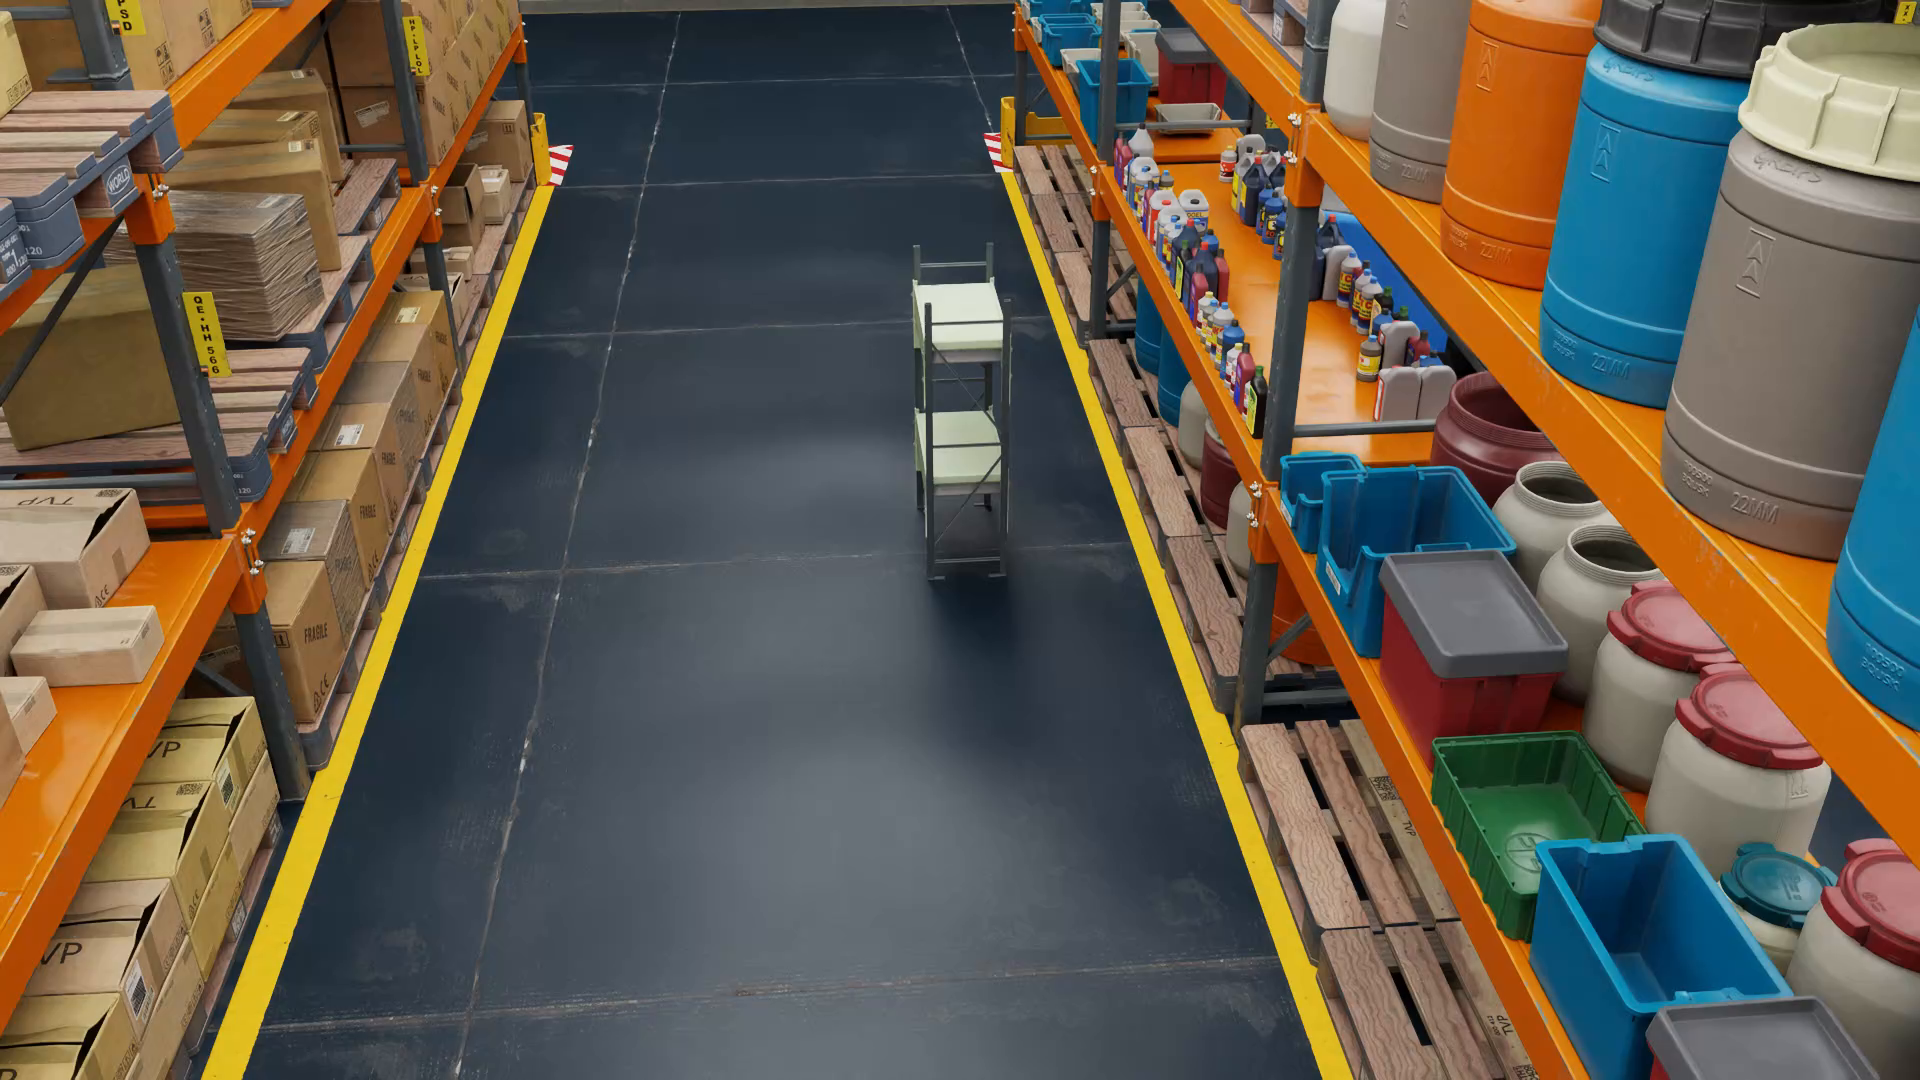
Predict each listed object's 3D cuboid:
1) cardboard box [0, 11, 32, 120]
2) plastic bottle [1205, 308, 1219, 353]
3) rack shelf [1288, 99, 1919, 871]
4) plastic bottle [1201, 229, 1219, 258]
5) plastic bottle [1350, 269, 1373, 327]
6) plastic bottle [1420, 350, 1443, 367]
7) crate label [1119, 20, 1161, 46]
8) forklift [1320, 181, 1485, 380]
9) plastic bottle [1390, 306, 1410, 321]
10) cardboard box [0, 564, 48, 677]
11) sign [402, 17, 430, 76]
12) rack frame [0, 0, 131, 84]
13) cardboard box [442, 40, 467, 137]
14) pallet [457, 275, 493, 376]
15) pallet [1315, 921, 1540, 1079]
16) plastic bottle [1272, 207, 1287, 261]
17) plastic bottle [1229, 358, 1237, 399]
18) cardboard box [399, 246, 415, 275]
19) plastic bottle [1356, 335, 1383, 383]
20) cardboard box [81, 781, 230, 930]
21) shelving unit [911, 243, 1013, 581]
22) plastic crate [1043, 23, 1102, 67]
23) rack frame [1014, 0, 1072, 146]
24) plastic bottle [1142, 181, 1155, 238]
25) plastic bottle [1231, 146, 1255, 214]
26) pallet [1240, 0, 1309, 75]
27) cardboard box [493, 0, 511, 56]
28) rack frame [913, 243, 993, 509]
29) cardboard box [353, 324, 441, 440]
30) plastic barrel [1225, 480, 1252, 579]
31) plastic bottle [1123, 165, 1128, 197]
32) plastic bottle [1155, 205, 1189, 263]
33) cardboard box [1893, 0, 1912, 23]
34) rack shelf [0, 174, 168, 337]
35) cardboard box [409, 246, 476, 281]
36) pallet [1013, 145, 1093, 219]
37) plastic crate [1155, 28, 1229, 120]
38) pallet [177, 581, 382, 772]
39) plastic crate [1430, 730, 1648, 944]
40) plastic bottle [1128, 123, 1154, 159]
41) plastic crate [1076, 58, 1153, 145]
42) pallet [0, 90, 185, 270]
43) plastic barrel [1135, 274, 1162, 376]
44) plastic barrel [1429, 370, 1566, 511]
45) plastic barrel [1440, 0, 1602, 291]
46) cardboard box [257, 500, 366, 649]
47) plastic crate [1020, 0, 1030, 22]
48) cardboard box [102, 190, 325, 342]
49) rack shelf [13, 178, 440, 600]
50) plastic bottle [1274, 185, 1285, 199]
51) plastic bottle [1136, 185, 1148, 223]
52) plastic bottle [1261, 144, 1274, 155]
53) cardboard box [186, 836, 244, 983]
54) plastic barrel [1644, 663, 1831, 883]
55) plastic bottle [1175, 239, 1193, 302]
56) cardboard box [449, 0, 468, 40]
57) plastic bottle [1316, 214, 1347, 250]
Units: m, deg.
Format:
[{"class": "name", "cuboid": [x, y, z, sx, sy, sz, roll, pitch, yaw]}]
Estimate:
[{"class": "cardboard box", "cuboid": [-3.131, -1.377, 4.942, 0.500, 0.250, 0.500, -5, 31, -8]}, {"class": "plastic bottle", "cuboid": [1.180, -0.965, 7.634, 0.097, 0.201, 0.097, 0, 31, 0]}, {"class": "rack shelf", "cuboid": [1.889, -0.396, 4.264, 1.077, 0.370, 4.000, -3, 31, -5]}, {"class": "plastic bottle", "cuboid": [1.246, -1.426, 8.338, 0.097, 0.271, 0.097, 0, 31, 0]}, {"class": "plastic bottle", "cuboid": [1.914, -1.151, 7.878, 0.097, 0.271, 0.097, 0, 31, 0]}, {"class": "plastic bottle", "cuboid": [2.000, -0.679, 7.088, 0.097, 0.271, 0.097, 0, 31, 0]}, {"class": "crate label", "cuboid": [1.275, -3.737, 12.281, 0.396, 0.136, 0.243, -3, 31, -5]}, {"class": "forklift", "cuboid": [3.541, -2.274, 9.699, 3.031, 2.935, 1.130, 12, 33, 19]}, {"class": "plastic bottle", "cuboid": [1.974, -0.931, 7.497, 0.061, 0.283, 0.133, -3, 31, -5]}, {"class": "cardboard box", "cuboid": [-3.339, 0.302, 5.407, 0.500, 0.311, 0.500, -3, 31, -5]}, {"class": "sign", "cuboid": [-3.051, -2.770, 9.333, 0.100, 0.325, 0.005, -3, 31, -5]}, {"class": "rack frame", "cuboid": [-3.229, -2.778, 4.625, 1.000, 3.000, 0.127, -3, 31, -5]}, {"class": "cardboard box", "cuboid": [-3.431, -2.822, 10.452, 0.500, 0.500, 0.500, -2, 31, -4]}, {"class": "pallet", "cuboid": [-3.666, -1.398, 10.885, 1.003, 0.211, 1.213, -3, 31, -5]}, {"class": "pallet", "cuboid": [1.847, 1.778, 5.567, 1.003, 0.211, 1.213, -3, 31, -5]}, {"class": "plastic bottle", "cuboid": [1.681, -1.592, 8.616, 0.097, 0.271, 0.097, 0, 31, 0]}, {"class": "plastic bottle", "cuboid": [1.226, -0.716, 7.218, 0.097, 0.201, 0.097, 0, 31, 0]}, {"class": "cardboard box", "cuboid": [-4.009, -1.939, 11.265, 0.500, 0.311, 0.500, -3, 31, -5]}, {"class": "plastic bottle", "cuboid": [1.818, -0.810, 7.374, 0.097, 0.201, 0.097, 0, 31, 0]}, {"class": "cardboard box", "cuboid": [-2.880, 1.078, 5.746, 0.500, 0.311, 0.500, -3, 31, -5]}, {"class": "shelving unit", "cuboid": [0.001, -0.640, 8.360, 0.431, 1.500, 0.755, -3, 31, -5]}, {"class": "plastic crate", "cuboid": [0.801, -3.509, 11.804, 0.416, 0.233, 0.300, -3, 31, -5]}, {"class": "rack frame", "cuboid": [0.955, -4.522, 13.396, 1.000, 3.000, 0.127, -3, 31, -5]}, {"class": "plastic bottle", "cuboid": [1.021, -1.769, 8.900, 0.061, 0.283, 0.133, -3, 31, -5]}, {"class": "plastic bottle", "cuboid": [1.597, -1.998, 9.218, 0.144, 0.351, 0.185, -3, 31, -5]}, {"class": "pallet", "cuboid": [1.728, -2.040, 6.499, 1.003, 0.211, 1.213, -3, 31, -5]}, {"class": "cardboard box", "cuboid": [-3.612, -3.849, 12.172, 0.500, 0.500, 0.500, -2, 31, -4]}, {"class": "rack frame", "cuboid": [-0.034, -0.827, 8.673, 0.400, 1.500, 0.023, -3, 31, -5]}, {"class": "cardboard box", "cuboid": [-3.234, -0.869, 9.289, 0.500, 0.500, 0.500, -3, 31, -4]}, {"class": "plastic barrel", "cuboid": [1.498, -0.083, 7.980, 0.421, 0.512, 0.421, 0, 31, 0]}, {"class": "plastic bottle", "cuboid": [0.980, -2.061, 9.469, 0.097, 0.201, 0.097, 0, 31, 0]}, {"class": "plastic bottle", "cuboid": [1.101, -1.581, 8.593, 0.152, 0.276, 0.135, -3, 31, -5]}, {"class": "cardboard box", "cuboid": [5.951, -3.324, 10.515, 0.500, 0.500, 0.500, -2, 31, -3]}, {"class": "rack shelf", "cuboid": [-3.043, -0.160, 3.869, 1.077, 0.370, 4.000, -3, 31, -5]}, {"class": "cardboard box", "cuboid": [-3.518, -1.883, 11.311, 0.380, 0.166, 0.250, -3, 31, -5]}, {"class": "pallet", "cuboid": [0.994, -2.902, 13.403, 1.003, 0.211, 1.213, -3, 31, -5]}, {"class": "plastic crate", "cuboid": [1.495, -3.001, 10.728, 0.402, 0.464, 0.583, -3, 31, -5]}, {"class": "pallet", "cuboid": [-3.262, 0.612, 7.520, 1.003, 0.211, 1.213, -3, 31, -5]}, {"class": "plastic crate", "cuboid": [1.633, 0.820, 4.659, 0.450, 0.188, 0.662, -3, 31, -5]}, {"class": "plastic bottle", "cuboid": [1.043, -2.243, 9.628, 0.144, 0.351, 0.185, -3, 31, -5]}, {"class": "plastic crate", "cuboid": [0.946, -2.721, 10.337, 0.392, 0.384, 0.575, -3, 31, -5]}, {"class": "pallet", "cuboid": [-3.077, -1.067, 4.870, 1.213, 0.211, 1.003, -1, 31, -2]}, {"class": "plastic barrel", "cuboid": [1.363, -1.481, 9.941, 0.600, 0.901, 0.708, -3, 31, -5]}, {"class": "plastic barrel", "cuboid": [2.048, -0.274, 6.151, 0.600, 0.536, 0.708, -3, 31, -5]}, {"class": "plastic barrel", "cuboid": [1.624, -1.146, 4.400, 0.600, 0.830, 0.708, -3, 31, -5]}, {"class": "cardboard box", "cuboid": [-3.042, 0.169, 7.551, 0.500, 0.500, 0.500, -4, 31, -6]}, {"class": "plastic crate", "cuboid": [0.598, -4.125, 12.930, 0.250, 0.136, 0.298, -3, 31, -5]}, {"class": "cardboard box", "cuboid": [-3.296, -1.218, 7.357, 0.700, 0.500, 0.500, 3, 31, 5]}, {"class": "rack shelf", "cuboid": [-3.416, -0.915, 8.058, 1.077, 0.370, 4.000, -3, 31, -5]}, {"class": "plastic bottle", "cuboid": [1.769, -1.797, 8.954, 0.152, 0.276, 0.135, -3, 31, -5]}, {"class": "plastic bottle", "cuboid": [1.020, -1.843, 9.104, 0.097, 0.201, 0.097, 0, 31, 0]}, {"class": "plastic bottle", "cuboid": [1.755, -2.128, 9.502, 0.061, 0.283, 0.133, -3, 31, -5]}, {"class": "cardboard box", "cuboid": [-2.886, 1.318, 5.891, 0.500, 0.250, 0.500, -3, 31, -5]}, {"class": "plastic barrel", "cuboid": [2.137, 0.673, 4.566, 0.433, 0.535, 0.433, 0, 31, 0]}, {"class": "plastic bottle", "cuboid": [1.103, -1.320, 8.148, 0.061, 0.283, 0.133, -3, 31, -5]}, {"class": "cardboard box", "cuboid": [-3.463, -3.497, 10.606, 0.500, 0.500, 0.500, -4, 31, -6]}, {"class": "plastic bottle", "cuboid": [1.843, -1.443, 8.289, 0.144, 0.351, 0.185, -3, 31, -5]}]
